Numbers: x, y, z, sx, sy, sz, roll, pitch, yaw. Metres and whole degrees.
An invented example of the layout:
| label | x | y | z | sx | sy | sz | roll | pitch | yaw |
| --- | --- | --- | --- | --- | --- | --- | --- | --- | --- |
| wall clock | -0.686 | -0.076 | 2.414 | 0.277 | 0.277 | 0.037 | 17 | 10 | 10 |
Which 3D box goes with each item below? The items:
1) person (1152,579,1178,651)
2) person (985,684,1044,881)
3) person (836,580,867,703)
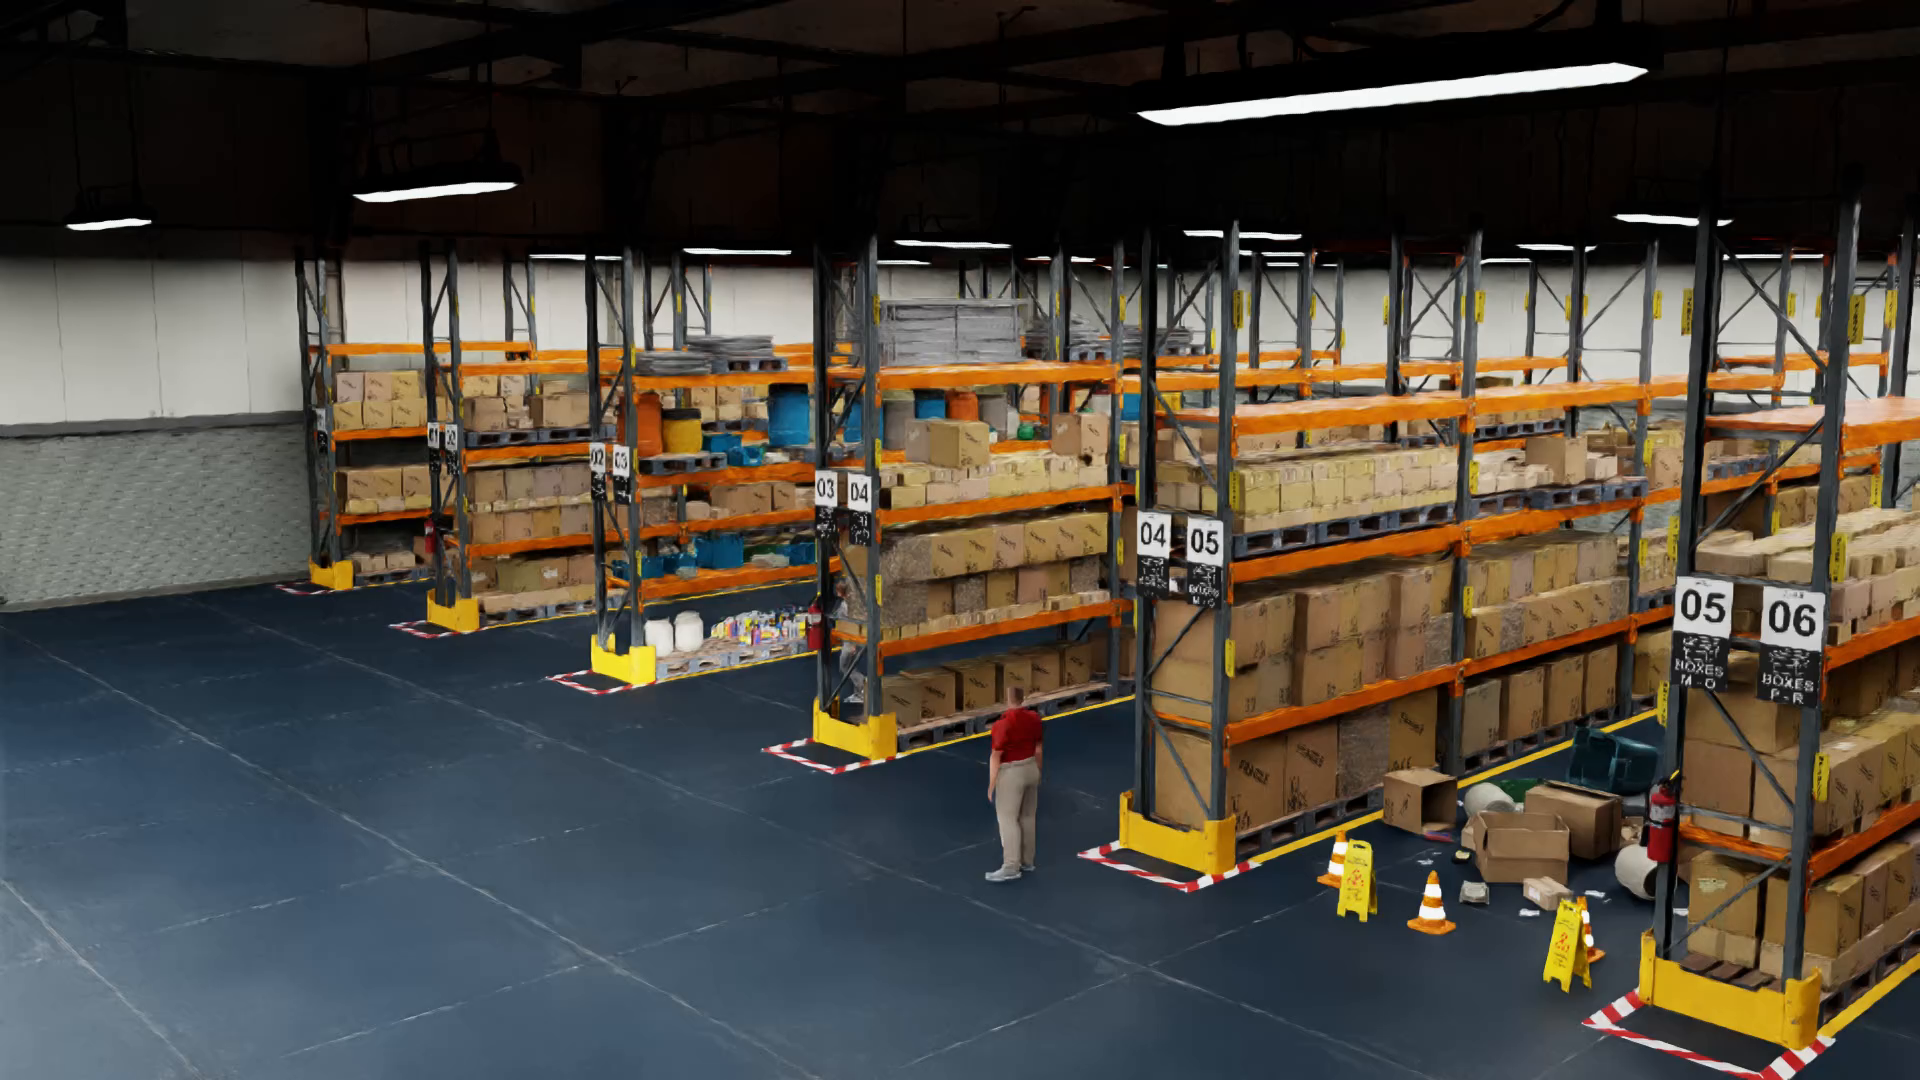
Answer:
| label | x | y | z | sx | sy | sz | roll | pitch | yaw |
| --- | --- | --- | --- | --- | --- | --- | --- | --- | --- |
| person | 2.643 | 1.319 | 20.591 | 0.719 | 1.714 | 0.578 | 8 | 12 | 44 |
| person | 0.461 | 2.137 | 14.866 | 0.659 | 1.725 | 0.408 | -7 | 11 | -39 |
| person | -1.338 | 1.294 | 21.132 | 0.471 | 1.588 | 0.475 | -1 | 8 | -3 |
